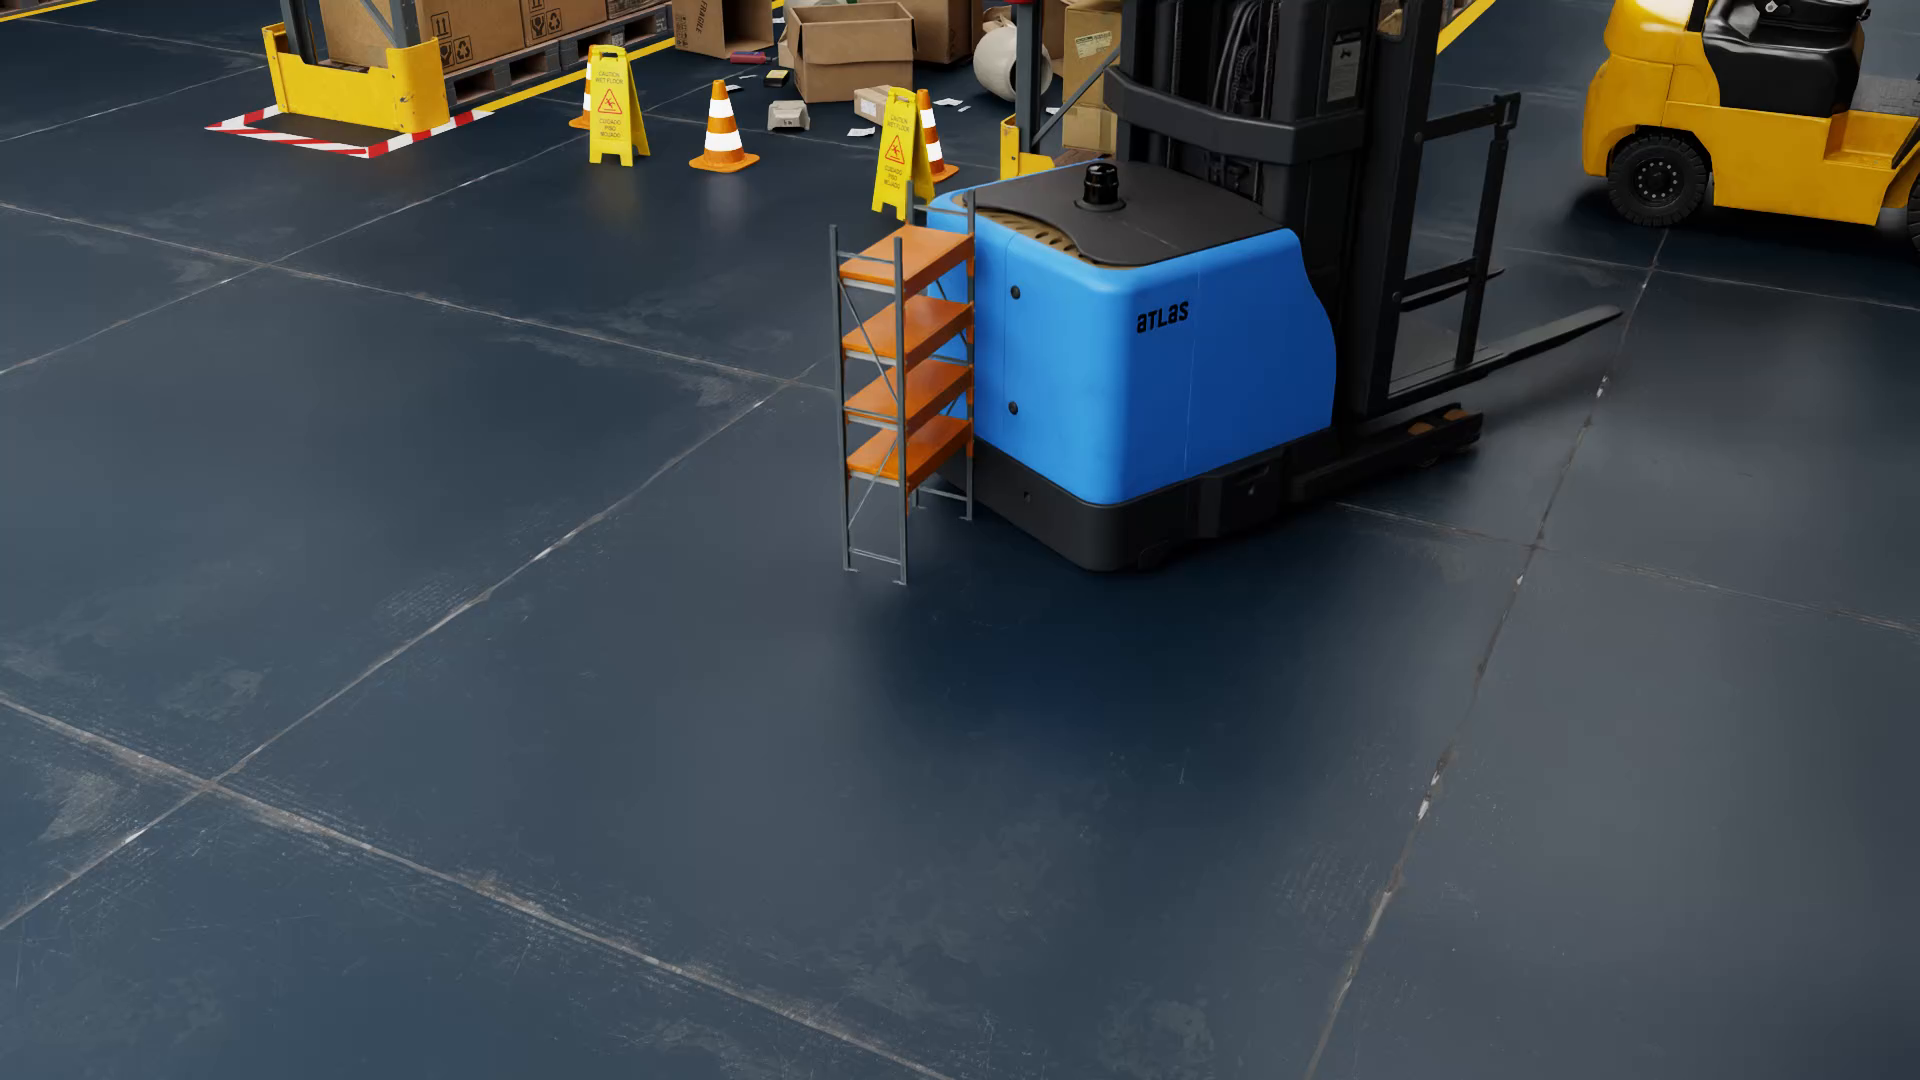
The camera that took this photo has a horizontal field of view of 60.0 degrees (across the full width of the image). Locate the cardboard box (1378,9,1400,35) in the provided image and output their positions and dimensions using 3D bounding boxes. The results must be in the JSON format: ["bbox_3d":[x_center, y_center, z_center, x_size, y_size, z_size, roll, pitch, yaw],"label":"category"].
[{"bbox_3d":[2.541,-3.317,10.854,0.500,0.250,0.500,16,33,25],"label":"cardboard box"}]

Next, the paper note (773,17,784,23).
[{"bbox_3d":[-1.382,-3.938,12.576,0.147,0.020,0.142,-7,31,-11],"label":"paper note"}]

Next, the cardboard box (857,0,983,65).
[{"bbox_3d":[-0.286,-3.623,11.417,0.797,0.637,0.503,14,33,23],"label":"cardboard box"}]

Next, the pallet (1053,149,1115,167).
[{"bbox_3d":[1.185,-2.054,9.114,1.003,0.211,1.213,14,33,23],"label":"pallet"}]

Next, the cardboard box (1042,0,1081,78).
[{"bbox_3d":[0.872,-3.401,11.168,0.500,0.500,0.500,-12,32,-20],"label":"cardboard box"}]

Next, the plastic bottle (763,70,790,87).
[{"bbox_3d":[-1.211,-3.072,11.038,0.133,0.061,0.283,4,30,6],"label":"plastic bottle"}]

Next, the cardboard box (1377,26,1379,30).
[{"bbox_3d":[2.308,-3.079,10.439,0.500,0.250,0.500,13,32,22],"label":"cardboard box"}]

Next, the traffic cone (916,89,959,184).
[{"bbox_3d":[-0.203,-2.260,9.221,0.336,0.463,0.334,14,33,23],"label":"traffic cone"}]

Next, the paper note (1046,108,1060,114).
[{"bbox_3d":[0.609,-2.694,10.411,0.142,0.019,0.148,4,30,6],"label":"paper note"}]

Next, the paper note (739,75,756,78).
[{"bbox_3d":[-1.423,-3.108,11.151,0.123,0.001,0.032,-18,34,-28],"label":"paper note"}]

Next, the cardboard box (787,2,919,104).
[{"bbox_3d":[-0.705,-3.148,10.726,0.797,0.503,0.637,-7,31,-11],"label":"cardboard box"}]

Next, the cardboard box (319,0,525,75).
[{"bbox_3d":[-3.453,-3.532,10.600,0.875,0.875,0.875,14,33,24],"label":"cardboard box"}]

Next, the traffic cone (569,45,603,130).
[{"bbox_3d":[-2.198,-2.769,10.106,0.336,0.463,0.334,14,33,23],"label":"traffic cone"}]

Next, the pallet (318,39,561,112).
[{"bbox_3d":[-3.409,-3.118,10.968,1.003,0.211,1.213,14,33,23],"label":"pallet"}]

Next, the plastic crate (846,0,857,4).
[{"bbox_3d":[-0.794,-4.160,12.748,0.662,0.188,0.450,-18,24,-28],"label":"plastic crate"}]

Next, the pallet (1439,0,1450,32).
[{"bbox_3d":[2.925,-3.787,12.132,1.003,0.211,1.213,14,33,23],"label":"pallet"}]

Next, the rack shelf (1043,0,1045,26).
[{"bbox_3d":[1.660,-3.452,9.471,1.077,0.370,4.000,14,33,23],"label":"rack shelf"}]

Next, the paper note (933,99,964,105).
[{"bbox_3d":[-0.072,-2.798,10.603,0.142,0.019,0.148,-25,38,-36],"label":"paper note"}]

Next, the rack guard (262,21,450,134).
[{"bbox_3d":[-3.715,-2.861,10.230,1.175,0.500,0.348,14,33,23],"label":"rack guard"}]

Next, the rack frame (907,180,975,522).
[{"bbox_3d":[-0.062,-0.613,5.612,0.240,1.200,0.015,14,33,23],"label":"rack frame"}]

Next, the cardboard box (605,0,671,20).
[{"bbox_3d":[-2.637,-4.326,11.983,0.875,0.875,0.875,15,33,24],"label":"cardboard box"}]

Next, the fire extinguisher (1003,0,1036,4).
[{"bbox_3d":[0.287,-2.897,7.861,0.296,0.674,0.183,14,33,23],"label":"fire extinguisher"}]

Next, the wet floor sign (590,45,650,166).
[{"bbox_3d":[-1.954,-2.472,9.407,0.267,0.644,0.232,9,31,15],"label":"wet floor sign"}]

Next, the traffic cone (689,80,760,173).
[{"bbox_3d":[-1.346,-2.361,9.397,0.336,0.463,0.334,14,33,23],"label":"traffic cone"}]

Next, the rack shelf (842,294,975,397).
[{"bbox_3d":[-0.171,-0.640,5.345,0.258,0.148,0.480,14,33,23],"label":"rack shelf"}]

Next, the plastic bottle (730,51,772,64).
[{"bbox_3d":[-1.435,-3.333,11.493,0.283,0.061,0.133,4,30,6],"label":"plastic bottle"}]

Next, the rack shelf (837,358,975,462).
[{"bbox_3d":[-0.171,-0.446,5.456,0.258,0.148,0.480,14,33,23],"label":"rack shelf"}]

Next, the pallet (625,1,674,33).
[{"bbox_3d":[-2.297,-4.200,12.852,1.003,0.211,1.213,14,33,23],"label":"pallet"}]

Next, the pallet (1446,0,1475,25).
[{"bbox_3d":[3.479,-4.330,13.077,1.003,0.211,1.213,14,33,23],"label":"pallet"}]

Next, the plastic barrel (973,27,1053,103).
[{"bbox_3d":[0.342,-3.019,10.582,0.421,0.421,0.512,-12,32,-20],"label":"plastic barrel"}]

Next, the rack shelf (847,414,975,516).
[{"bbox_3d":[-0.171,-0.273,5.555,0.258,0.148,0.480,14,33,23],"label":"rack shelf"}]

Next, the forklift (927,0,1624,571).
[{"bbox_3d":[1.366,-1.737,5.832,3.031,2.935,1.130,-20,35,-30],"label":"forklift"}]

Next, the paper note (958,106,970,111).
[{"bbox_3d":[0.028,-2.716,10.469,0.032,0.001,0.123,14,33,23],"label":"paper note"}]

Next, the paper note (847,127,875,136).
[{"bbox_3d":[-0.592,-2.460,10.004,0.148,0.019,0.142,4,30,6],"label":"paper note"}]

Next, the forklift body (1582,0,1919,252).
[{"bbox_3d":[4.409,-2.639,8.186,2.313,2.155,1.214,14,33,23],"label":"forklift body"}]

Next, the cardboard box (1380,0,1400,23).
[{"bbox_3d":[2.541,-3.642,10.667,0.500,0.500,0.500,14,33,23],"label":"cardboard box"}]

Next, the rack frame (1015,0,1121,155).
[{"bbox_3d":[0.749,-2.877,7.748,1.000,3.000,0.127,14,33,23],"label":"rack frame"}]

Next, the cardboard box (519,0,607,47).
[{"bbox_3d":[-3.055,-3.922,11.280,0.875,0.875,0.875,14,33,23],"label":"cardboard box"}]

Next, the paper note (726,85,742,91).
[{"bbox_3d":[-1.497,-2.959,10.873,0.142,0.017,0.144,-25,38,-36],"label":"paper note"}]

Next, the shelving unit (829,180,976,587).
[{"bbox_3d":[-0.171,-0.504,5.423,0.258,1.200,0.503,14,33,23],"label":"shelving unit"}]

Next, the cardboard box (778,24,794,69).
[{"bbox_3d":[-1.025,-3.363,11.340,0.396,0.266,0.258,21,36,32],"label":"cardboard box"}]

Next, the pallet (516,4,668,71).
[{"bbox_3d":[-2.852,-3.657,11.907,1.003,0.211,1.213,14,33,23],"label":"pallet"}]

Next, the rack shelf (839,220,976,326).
[{"bbox_3d":[-0.171,-0.845,5.227,0.258,0.148,0.480,14,33,23],"label":"rack shelf"}]

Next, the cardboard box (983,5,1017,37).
[{"bbox_3d":[0.289,-3.591,11.736,0.258,0.266,0.396,-7,31,-11],"label":"cardboard box"}]

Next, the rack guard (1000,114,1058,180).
[{"bbox_3d":[0.784,-1.827,8.429,1.175,0.500,0.348,14,33,23],"label":"rack guard"}]

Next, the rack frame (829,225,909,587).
[{"bbox_3d":[-0.281,-0.395,5.234,0.240,1.200,0.015,14,33,23],"label":"rack frame"}]

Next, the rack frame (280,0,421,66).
[{"bbox_3d":[-3.704,-3.955,9.626,1.000,3.000,0.127,14,33,23],"label":"rack frame"}]

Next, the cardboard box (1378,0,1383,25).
[{"bbox_3d":[2.310,-3.416,10.273,0.500,0.500,0.500,15,33,24],"label":"cardboard box"}]

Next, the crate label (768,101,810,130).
[{"bbox_3d":[-1.044,-2.583,10.110,0.250,0.136,0.298,-1,30,-3],"label":"crate label"}]

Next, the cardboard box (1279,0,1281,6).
[{"bbox_3d":[1.607,-2.730,9.079,0.500,0.500,0.500,13,32,21],"label":"cardboard box"}]

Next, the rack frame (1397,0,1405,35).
[{"bbox_3d":[2.571,-4.650,10.836,1.000,3.000,0.127,14,33,23],"label":"rack frame"}]

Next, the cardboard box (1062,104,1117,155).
[{"bbox_3d":[0.889,-2.297,9.077,0.500,0.250,0.500,14,33,23],"label":"cardboard box"}]

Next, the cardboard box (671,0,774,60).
[{"bbox_3d":[-1.675,-3.725,11.732,0.500,0.500,0.500,21,36,32],"label":"cardboard box"}]

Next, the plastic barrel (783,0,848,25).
[{"bbox_3d":[-1.033,-3.760,11.873,0.421,0.421,0.512,-12,32,-20],"label":"plastic barrel"}]

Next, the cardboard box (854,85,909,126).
[{"bbox_3d":[-0.452,-2.680,10.267,0.250,0.149,0.380,-18,34,-28],"label":"cardboard box"}]

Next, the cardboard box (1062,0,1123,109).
[{"bbox_3d":[0.882,-2.606,8.863,0.500,0.500,0.500,15,33,24],"label":"cardboard box"}]

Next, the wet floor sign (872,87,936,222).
[{"bbox_3d":[-0.290,-2.015,8.610,0.232,0.644,0.267,-25,38,-36],"label":"wet floor sign"}]
